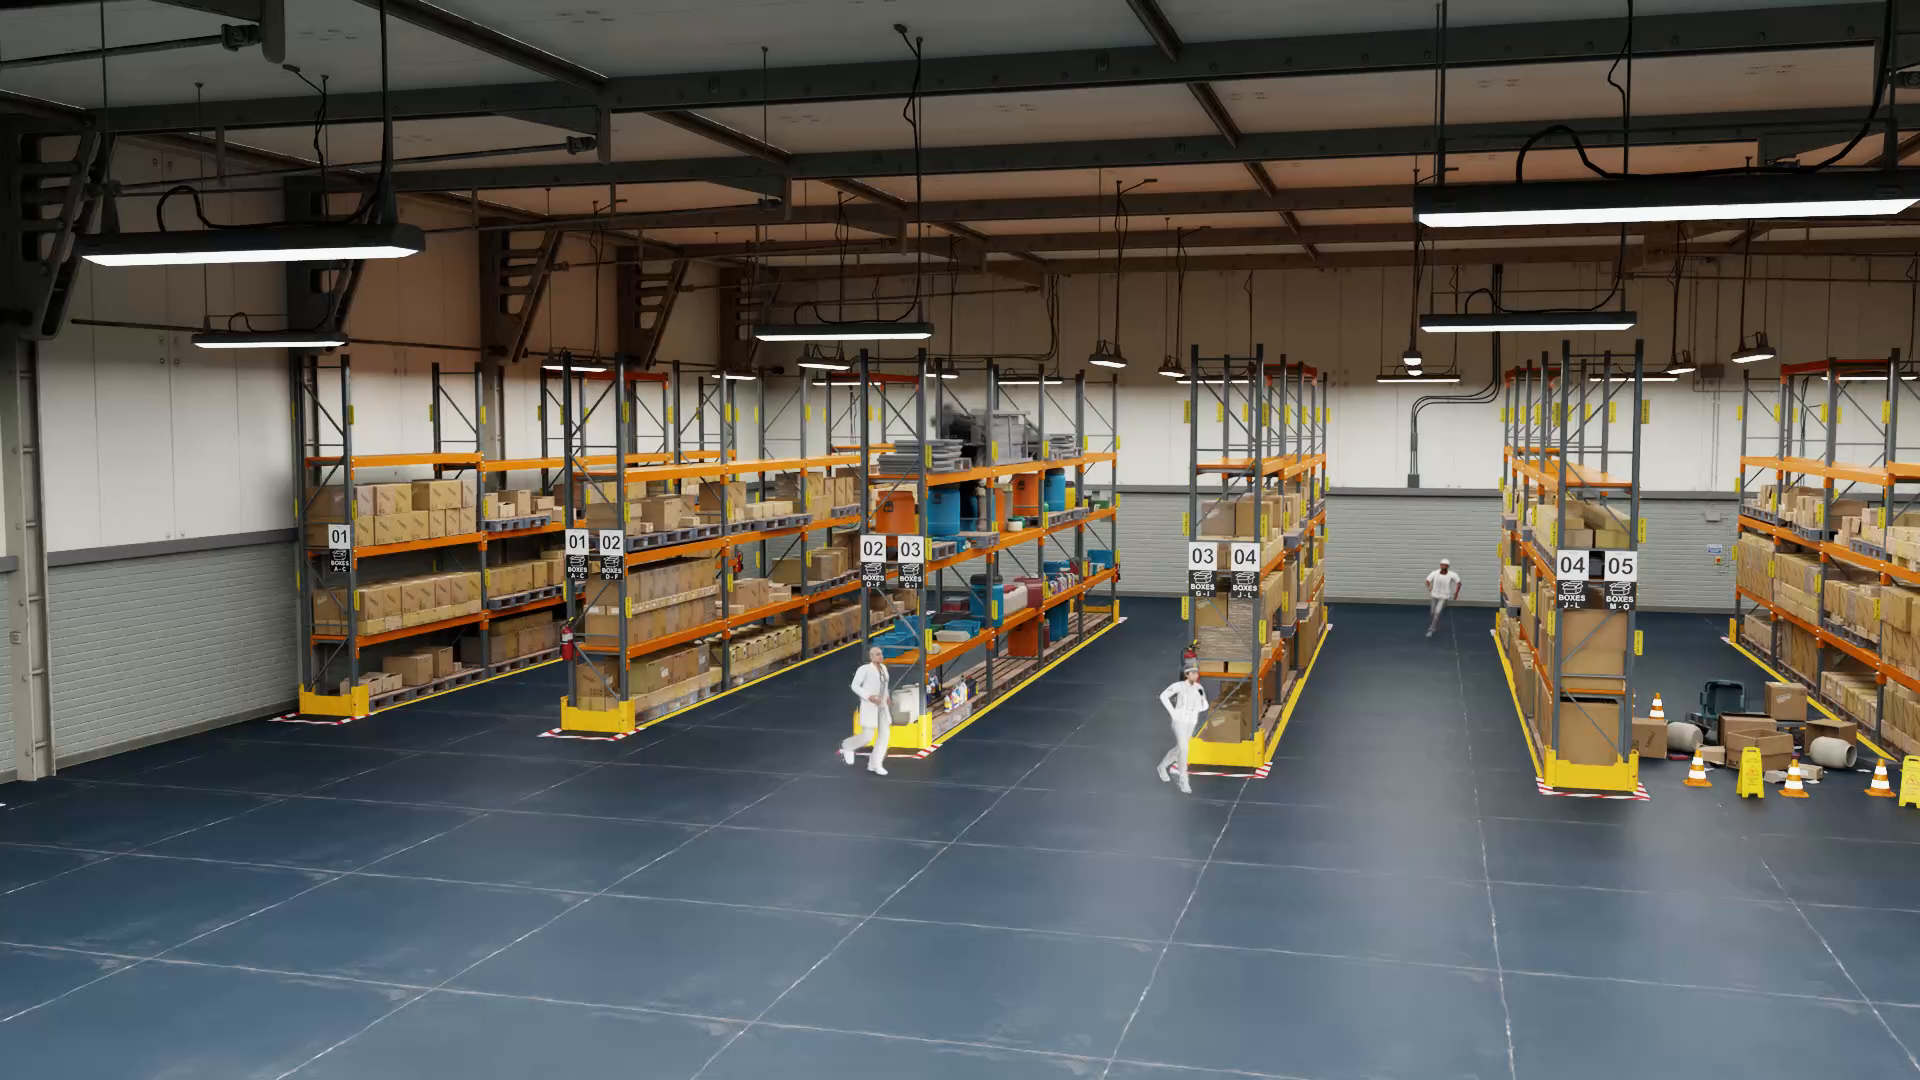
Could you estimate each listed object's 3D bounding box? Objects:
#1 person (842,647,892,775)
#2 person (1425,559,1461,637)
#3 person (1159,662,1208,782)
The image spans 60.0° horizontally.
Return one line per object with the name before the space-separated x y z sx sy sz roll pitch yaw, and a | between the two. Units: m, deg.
person | -1.241 2.380 23.447 0.735 1.758 0.868 -4 6 -44
person | 10.879 1.296 37.639 0.759 1.750 0.958 3 5 34
person | 3.017 2.421 22.485 0.618 1.584 0.666 -3 5 -31
